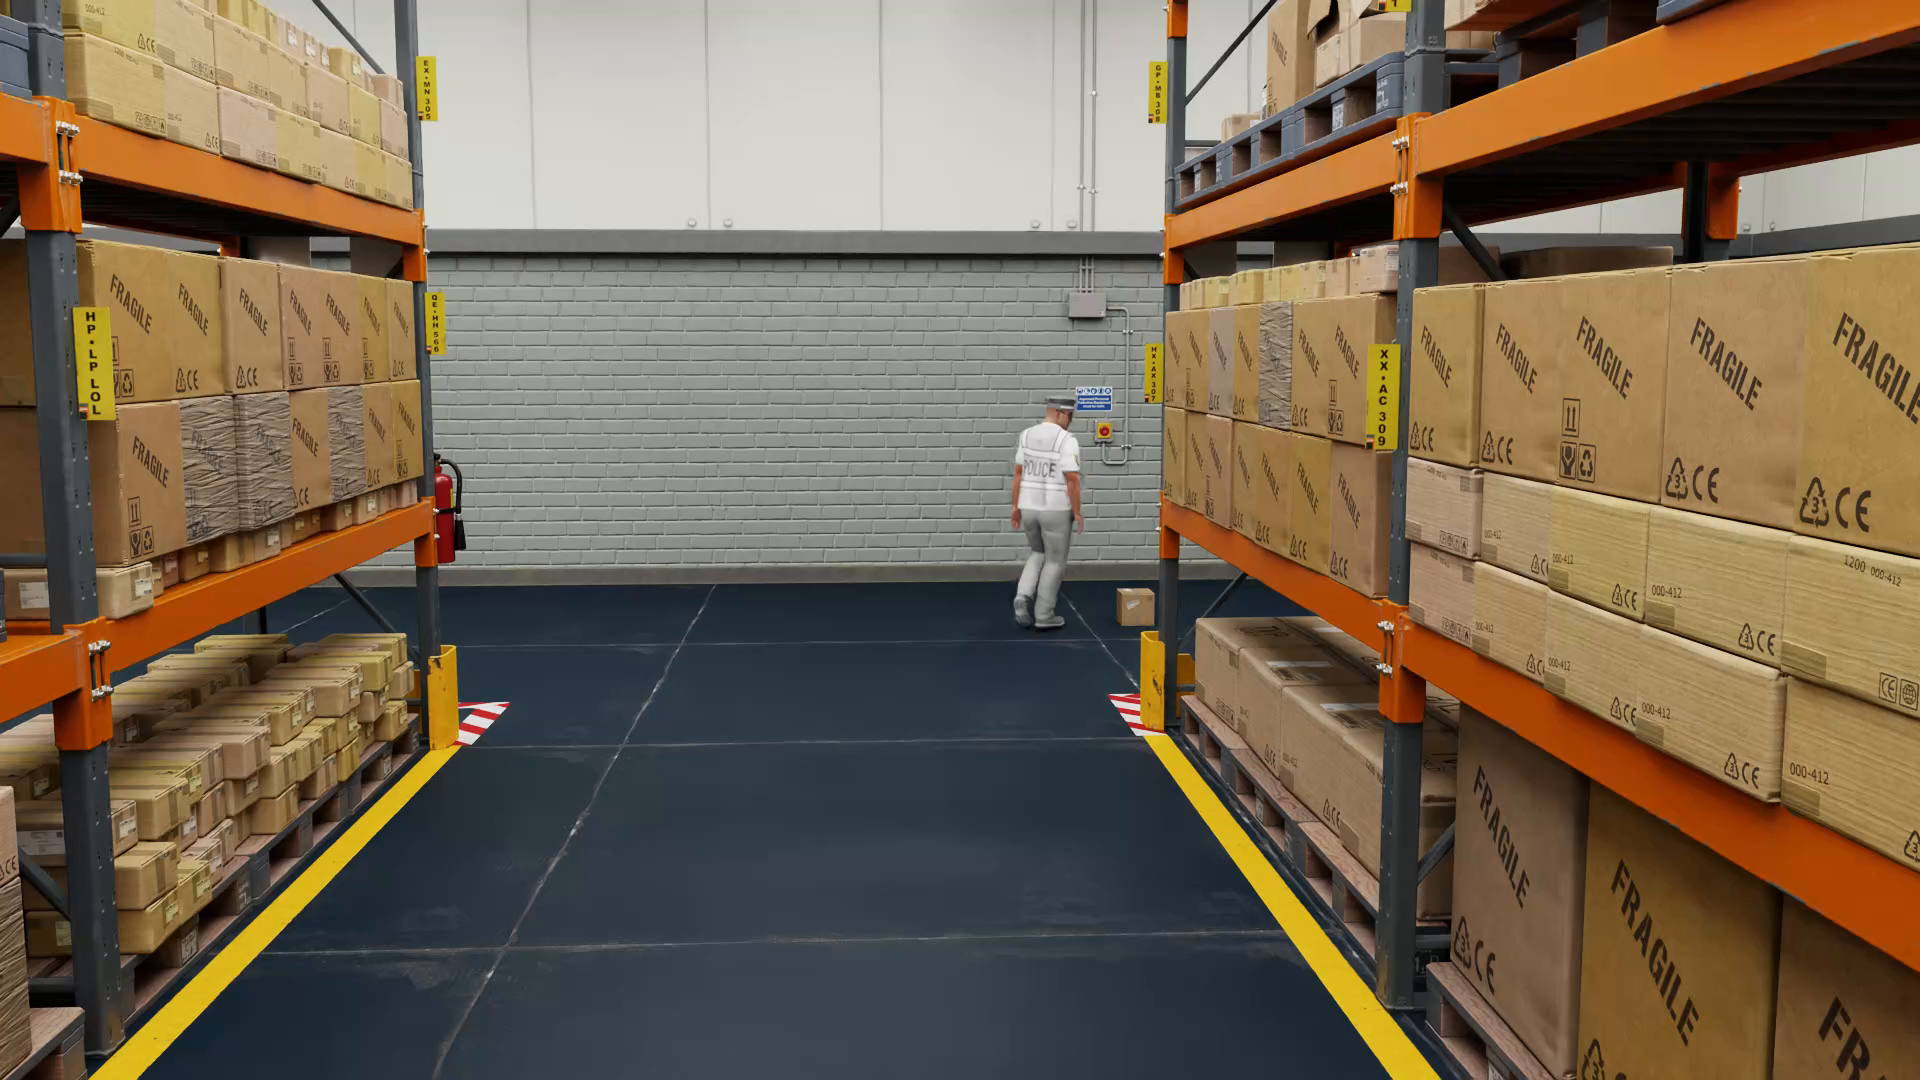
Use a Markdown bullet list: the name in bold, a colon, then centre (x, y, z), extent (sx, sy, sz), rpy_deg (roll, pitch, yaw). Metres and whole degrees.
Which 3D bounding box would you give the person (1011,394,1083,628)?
- **person**: centre (0.663, -0.201, 12.353), extent (0.599, 1.762, 0.464), rpy_deg (6, 9, 39)
